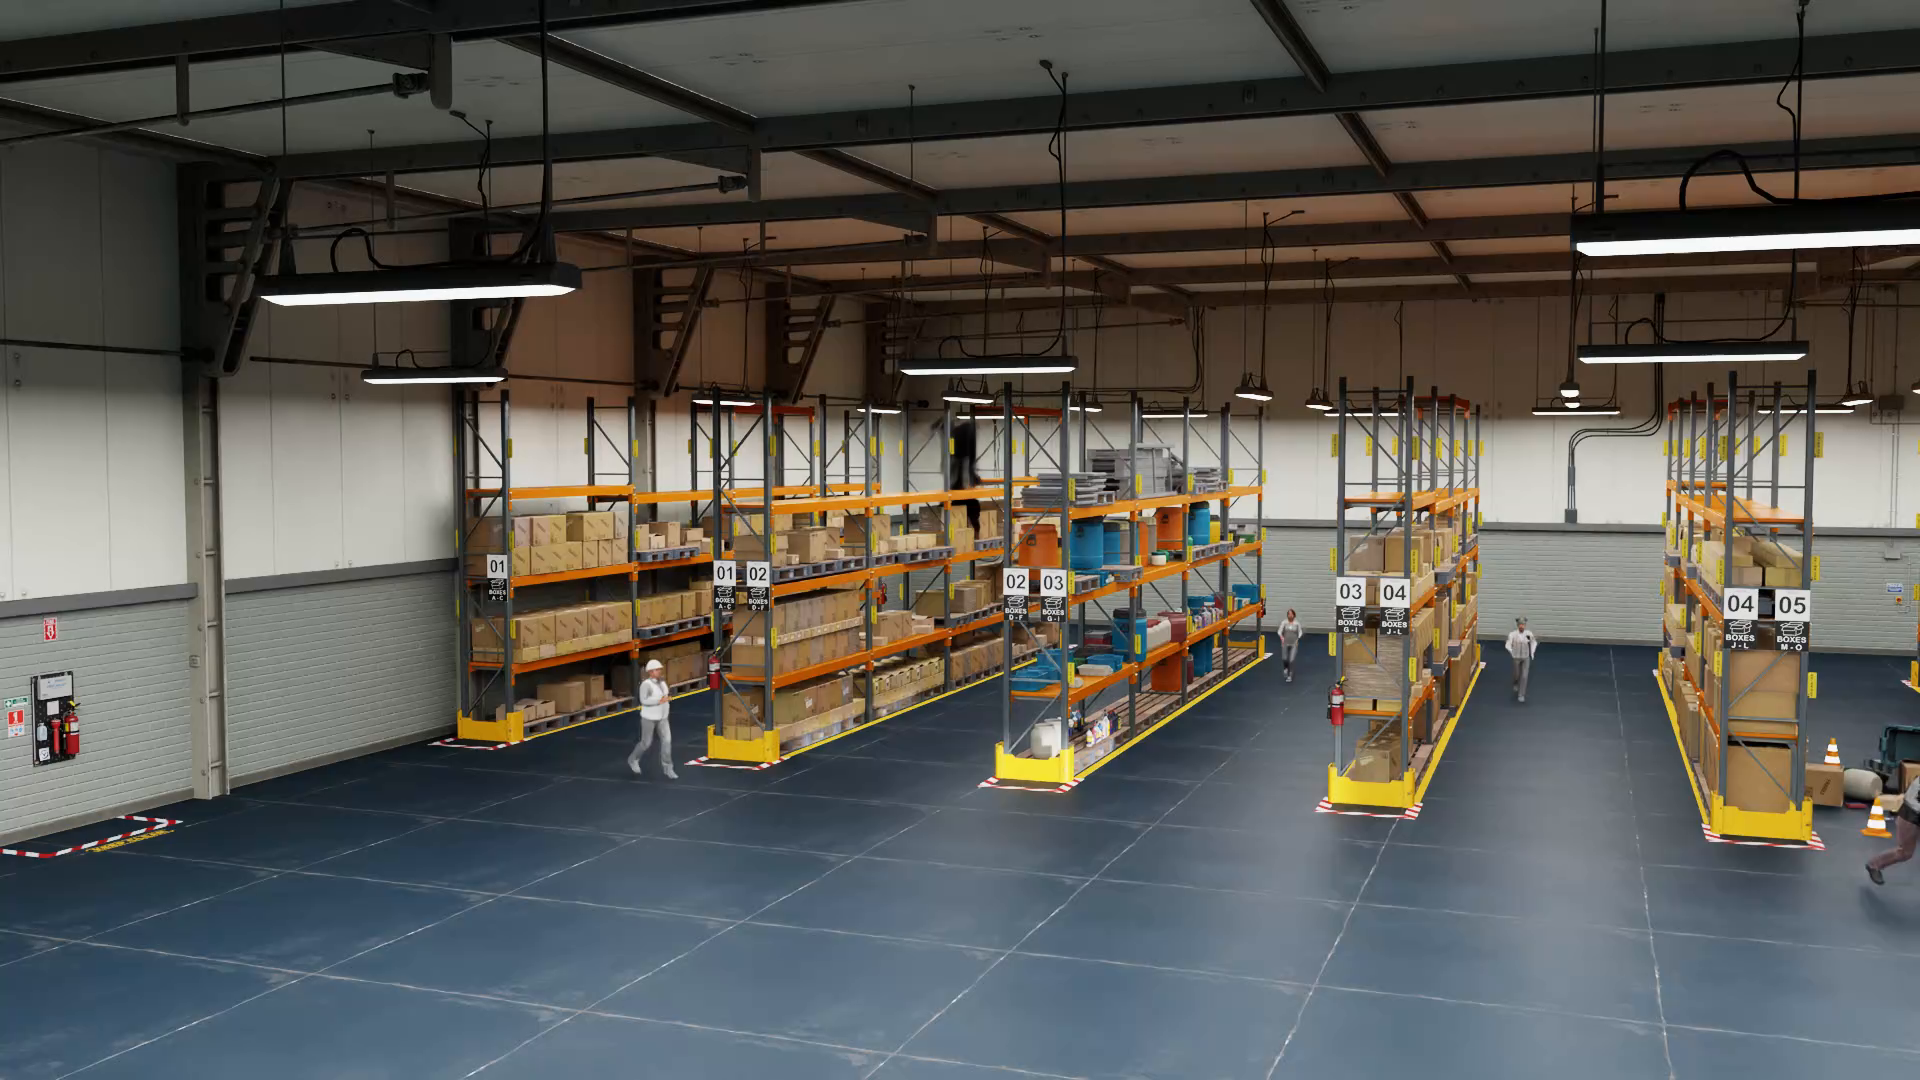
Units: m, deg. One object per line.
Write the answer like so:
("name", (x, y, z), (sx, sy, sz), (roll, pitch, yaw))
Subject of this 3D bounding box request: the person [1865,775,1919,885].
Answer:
("person", (10.594, 3.179, 18.506), (0.697, 1.681, 1.007), (-2, 4, -29))

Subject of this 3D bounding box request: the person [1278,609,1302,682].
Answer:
("person", (7.069, 2.261, 35.626), (0.516, 1.554, 0.529), (1, 3, 12))

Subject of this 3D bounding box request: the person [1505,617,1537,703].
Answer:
("person", (11.151, 2.348, 33.041), (0.606, 1.667, 0.786), (1, 3, 15))

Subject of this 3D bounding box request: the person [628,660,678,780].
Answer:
("person", (-4.642, 2.700, 25.192), (0.927, 1.783, 0.644), (2, 4, 36))
